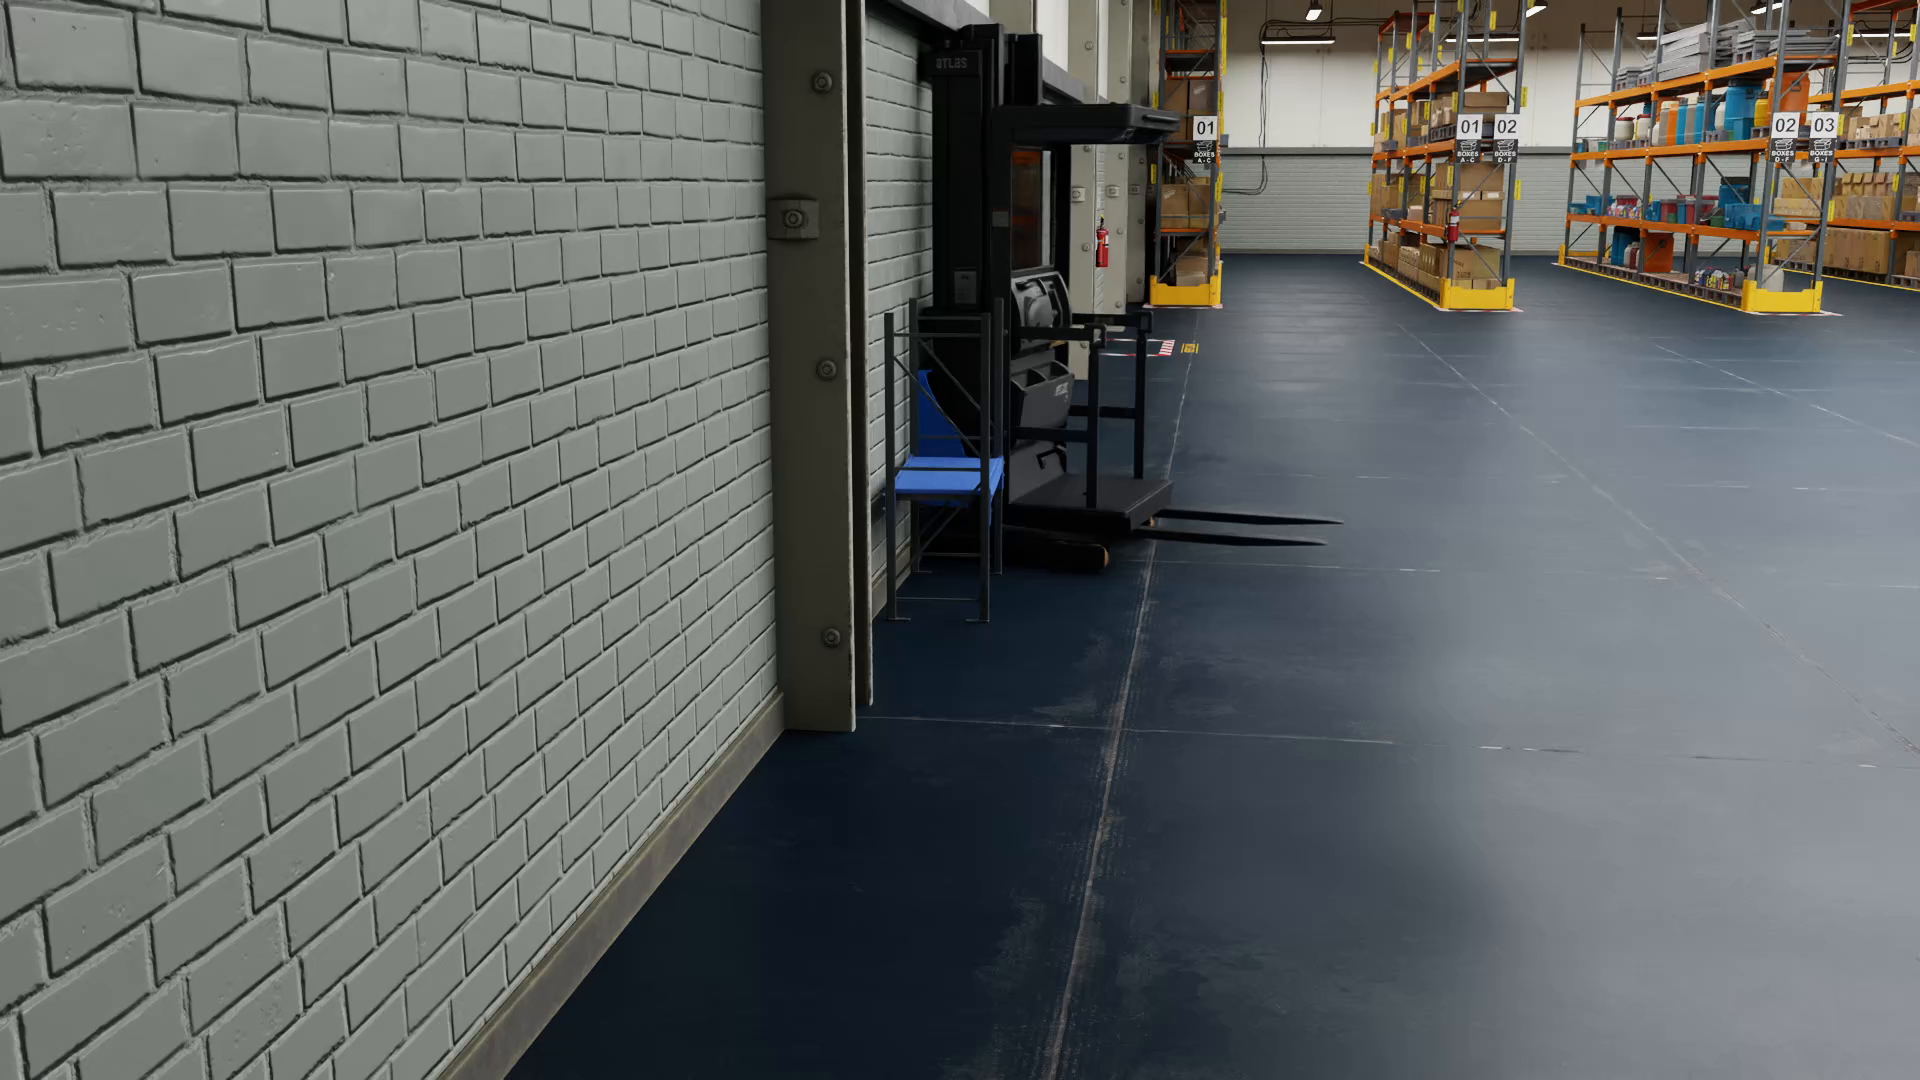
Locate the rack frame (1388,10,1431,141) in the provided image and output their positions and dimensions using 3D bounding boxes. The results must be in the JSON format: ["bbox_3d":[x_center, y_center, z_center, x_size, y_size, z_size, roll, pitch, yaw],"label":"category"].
[{"bbox_3d":[10.637,-10.854,38.998,1.000,3.000,0.127,2,12,9],"label":"rack frame"}]

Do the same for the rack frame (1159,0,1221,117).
[{"bbox_3d":[3.896,-8.516,28.148,1.000,3.000,0.127,2,12,9],"label":"rack frame"}]

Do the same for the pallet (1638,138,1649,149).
[{"bbox_3d":[15.130,-8.458,35.446,1.003,0.211,1.213,2,12,9],"label":"pallet"}]

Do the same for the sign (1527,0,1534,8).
[{"bbox_3d":[9.339,-8.871,27.202,0.100,0.325,0.005,2,12,9],"label":"sign"}]

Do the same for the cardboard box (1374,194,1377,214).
[{"bbox_3d":[10.769,-8.507,42.111,0.500,0.500,0.500,2,12,8],"label":"cardboard box"}]

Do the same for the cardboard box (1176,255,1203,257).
[{"bbox_3d":[4.391,-5.192,31.852,0.500,0.500,0.500,1,12,4],"label":"cardboard box"}]

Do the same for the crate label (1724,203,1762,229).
[{"bbox_3d":[13.701,-5.671,29.105,0.502,0.435,0.616,2,12,9],"label":"crate label"}]

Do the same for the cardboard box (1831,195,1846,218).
[{"bbox_3d":[20.107,-7.561,37.720,0.500,0.500,0.500,2,12,9],"label":"cardboard box"}]

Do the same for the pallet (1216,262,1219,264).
[{"bbox_3d":[5.697,-6.555,39.908,1.003,0.211,1.213,2,12,9],"label":"pallet"}]

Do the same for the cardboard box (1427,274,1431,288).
[{"bbox_3d":[8.800,-4.718,30.298,0.500,0.250,0.500,2,12,9],"label":"cardboard box"}]

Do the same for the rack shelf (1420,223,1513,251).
[{"bbox_3d":[9.099,-5.488,30.047,1.077,0.370,4.000,2,12,9],"label":"rack shelf"}]

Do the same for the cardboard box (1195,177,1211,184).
[{"bbox_3d":[5.455,-7.911,36.812,0.500,0.250,0.500,2,12,10],"label":"cardboard box"}]

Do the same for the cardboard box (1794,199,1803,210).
[{"bbox_3d":[20.470,-8.092,40.070,0.500,0.250,0.500,2,12,8],"label":"cardboard box"}]

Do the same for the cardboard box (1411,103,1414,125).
[{"bbox_3d":[10.252,-9.396,36.740,0.500,0.500,0.500,2,12,9],"label":"cardboard box"}]

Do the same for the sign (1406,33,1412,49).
[{"bbox_3d":[9.484,-10.532,35.100,0.100,0.325,0.005,2,12,9],"label":"sign"}]

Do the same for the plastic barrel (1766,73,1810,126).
[{"bbox_3d":[13.634,-7.249,27.374,0.600,0.830,0.708,2,12,9],"label":"plastic barrel"}]

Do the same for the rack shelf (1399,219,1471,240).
[{"bbox_3d":[9.714,-6.321,33.910,1.077,0.370,4.000,2,12,9],"label":"rack shelf"}]

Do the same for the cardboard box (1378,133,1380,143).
[{"bbox_3d":[10.761,-10.085,41.718,0.500,0.250,0.500,2,12,9],"label":"cardboard box"}]

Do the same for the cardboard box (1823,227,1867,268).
[{"bbox_3d":[20.346,-6.632,37.696,1.225,0.875,0.875,2,12,9],"label":"cardboard box"}]

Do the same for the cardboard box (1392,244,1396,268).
[{"bbox_3d":[10.013,-6.392,37.422,0.500,0.500,0.500,1,12,7],"label":"cardboard box"}]

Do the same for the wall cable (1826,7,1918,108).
[{"bbox_3d":[25.315,-14.003,45.973,2.277,5.999,0.120,2,12,9],"label":"wall cable"}]

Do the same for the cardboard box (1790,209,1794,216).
[{"bbox_3d":[20.464,-7.979,40.492,0.380,0.149,0.250,2,12,8],"label":"cardboard box"}]

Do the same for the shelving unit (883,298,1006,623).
[{"bbox_3d":[-0.064,-0.443,8.490,0.538,1.500,1.048,1,12,5],"label":"shelving unit"}]

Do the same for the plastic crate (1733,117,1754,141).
[{"bbox_3d":[13.681,-7.127,28.864,0.392,0.384,0.575,2,12,9],"label":"plastic crate"}]

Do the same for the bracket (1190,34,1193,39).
[{"bbox_3d":[6.696,-14.764,48.598,0.235,0.232,0.430,2,12,9],"label":"bracket"}]

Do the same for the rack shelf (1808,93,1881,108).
[{"bbox_3d":[20.732,-10.402,39.555,1.077,0.370,4.000,2,12,9],"label":"rack shelf"}]

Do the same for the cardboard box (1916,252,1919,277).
[{"bbox_3d":[19.653,-5.504,33.303,0.700,0.500,0.500,1,12,4],"label":"cardboard box"}]

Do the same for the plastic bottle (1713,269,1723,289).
[{"bbox_3d":[13.643,-4.694,29.897,0.144,0.351,0.185,2,12,11],"label":"plastic bottle"}]

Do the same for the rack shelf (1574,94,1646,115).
[{"bbox_3d":[15.838,-10.562,40.300,1.077,0.370,4.000,2,12,9],"label":"rack shelf"}]

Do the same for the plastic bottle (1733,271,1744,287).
[{"bbox_3d":[14.306,-4.795,30.542,0.152,0.276,0.135,2,12,9],"label":"plastic bottle"}]

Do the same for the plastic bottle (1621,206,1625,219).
[{"bbox_3d":[14.845,-7.329,37.185,0.097,0.271,0.097,0,12,0],"label":"plastic bottle"}]

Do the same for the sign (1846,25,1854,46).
[{"bbox_3d":[14.228,-8.074,26.594,0.100,0.325,0.005,2,12,9],"label":"sign"}]

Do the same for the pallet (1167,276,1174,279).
[{"bbox_3d":[4.629,-5.215,33.690,1.003,0.211,1.213,2,12,9],"label":"pallet"}]

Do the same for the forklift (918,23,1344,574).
[{"bbox_3d":[0.652,-1.374,9.412,3.031,2.935,1.130,5,13,21],"label":"forklift"}]

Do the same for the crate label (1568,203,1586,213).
[{"bbox_3d":[15.782,-8.500,42.568,0.416,0.233,0.303,2,12,9],"label":"crate label"}]

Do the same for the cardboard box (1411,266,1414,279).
[{"bbox_3d":[9.263,-5.318,33.081,0.500,0.250,0.500,2,12,8],"label":"cardboard box"}]

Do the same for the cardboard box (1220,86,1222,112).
[{"bbox_3d":[4.558,-8.093,30.648,0.500,0.500,0.500,1,12,7],"label":"cardboard box"}]

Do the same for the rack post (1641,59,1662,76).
[{"bbox_3d":[14.986,-9.975,35.100,0.954,0.300,0.937,2,12,9],"label":"rack post"}]

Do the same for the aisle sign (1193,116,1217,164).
[{"bbox_3d":[4.181,-6.829,28.392,0.394,0.787,0.004,2,12,9],"label":"aisle sign"}]

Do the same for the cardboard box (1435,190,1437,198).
[{"bbox_3d":[9.097,-6.466,31.101,0.380,0.149,0.250,2,12,7],"label":"cardboard box"}]

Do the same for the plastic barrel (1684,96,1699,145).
[{"bbox_3d":[14.264,-8.055,31.941,0.600,0.901,0.600,0,12,0],"label":"plastic barrel"}]

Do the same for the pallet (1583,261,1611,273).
[{"bbox_3d":[15.605,-6.551,39.892,1.003,0.211,1.213,2,12,9],"label":"pallet"}]

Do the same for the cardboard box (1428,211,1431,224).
[{"bbox_3d":[9.360,-6.379,32.794,0.396,0.266,0.258,2,12,7],"label":"cardboard box"}]

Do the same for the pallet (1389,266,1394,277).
[{"bbox_3d":[10.364,-6.133,37.951,1.003,0.211,1.213,2,12,9],"label":"pallet"}]

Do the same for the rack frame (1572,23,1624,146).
[{"bbox_3d":[16.146,-11.525,42.113,1.000,3.000,0.127,2,12,9],"label":"rack frame"}]

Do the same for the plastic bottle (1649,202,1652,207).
[{"bbox_3d":[15.684,-7.496,37.771,0.144,0.351,0.185,2,12,9],"label":"plastic bottle"}]

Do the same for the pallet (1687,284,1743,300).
[{"bbox_3d":[14.156,-4.593,30.806,1.003,0.211,1.213,2,12,9],"label":"pallet"}]

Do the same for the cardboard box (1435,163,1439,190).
[{"bbox_3d":[9.344,-6.847,31.326,0.700,0.500,0.500,2,12,9],"label":"cardboard box"}]

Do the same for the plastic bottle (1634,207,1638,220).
[{"bbox_3d":[14.657,-7.075,36.006,0.097,0.271,0.097,0,12,0],"label":"plastic bottle"}]

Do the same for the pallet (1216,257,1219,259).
[{"bbox_3d":[6.121,-7.128,42.570,1.003,0.211,1.213,2,12,9],"label":"pallet"}]
